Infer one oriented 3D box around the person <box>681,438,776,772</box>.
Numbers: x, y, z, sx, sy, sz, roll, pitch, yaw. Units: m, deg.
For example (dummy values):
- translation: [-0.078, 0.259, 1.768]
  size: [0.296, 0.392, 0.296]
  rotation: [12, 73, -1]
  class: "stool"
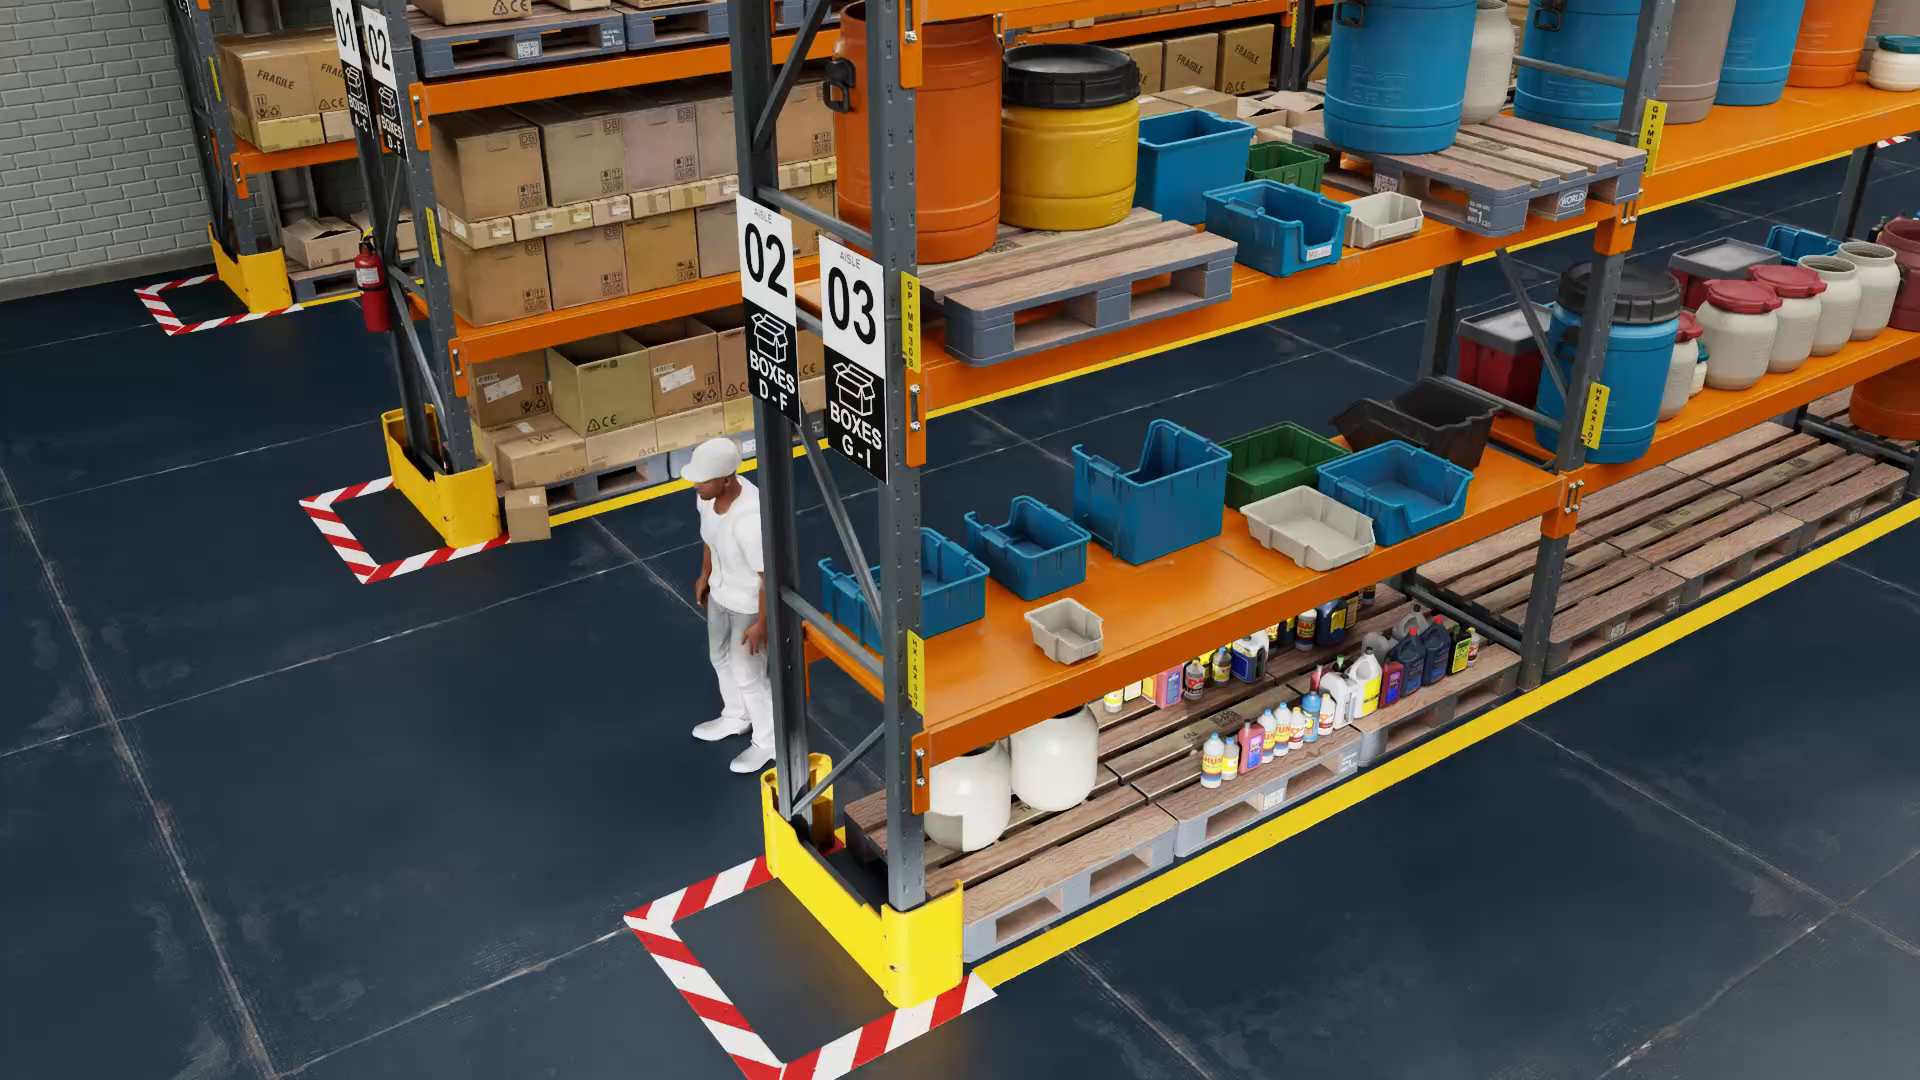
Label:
- translation: [-1.088, 0.289, 8.069]
  size: [0.456, 1.761, 0.628]
  rotation: [-18, 33, -30]
  class: "person"
